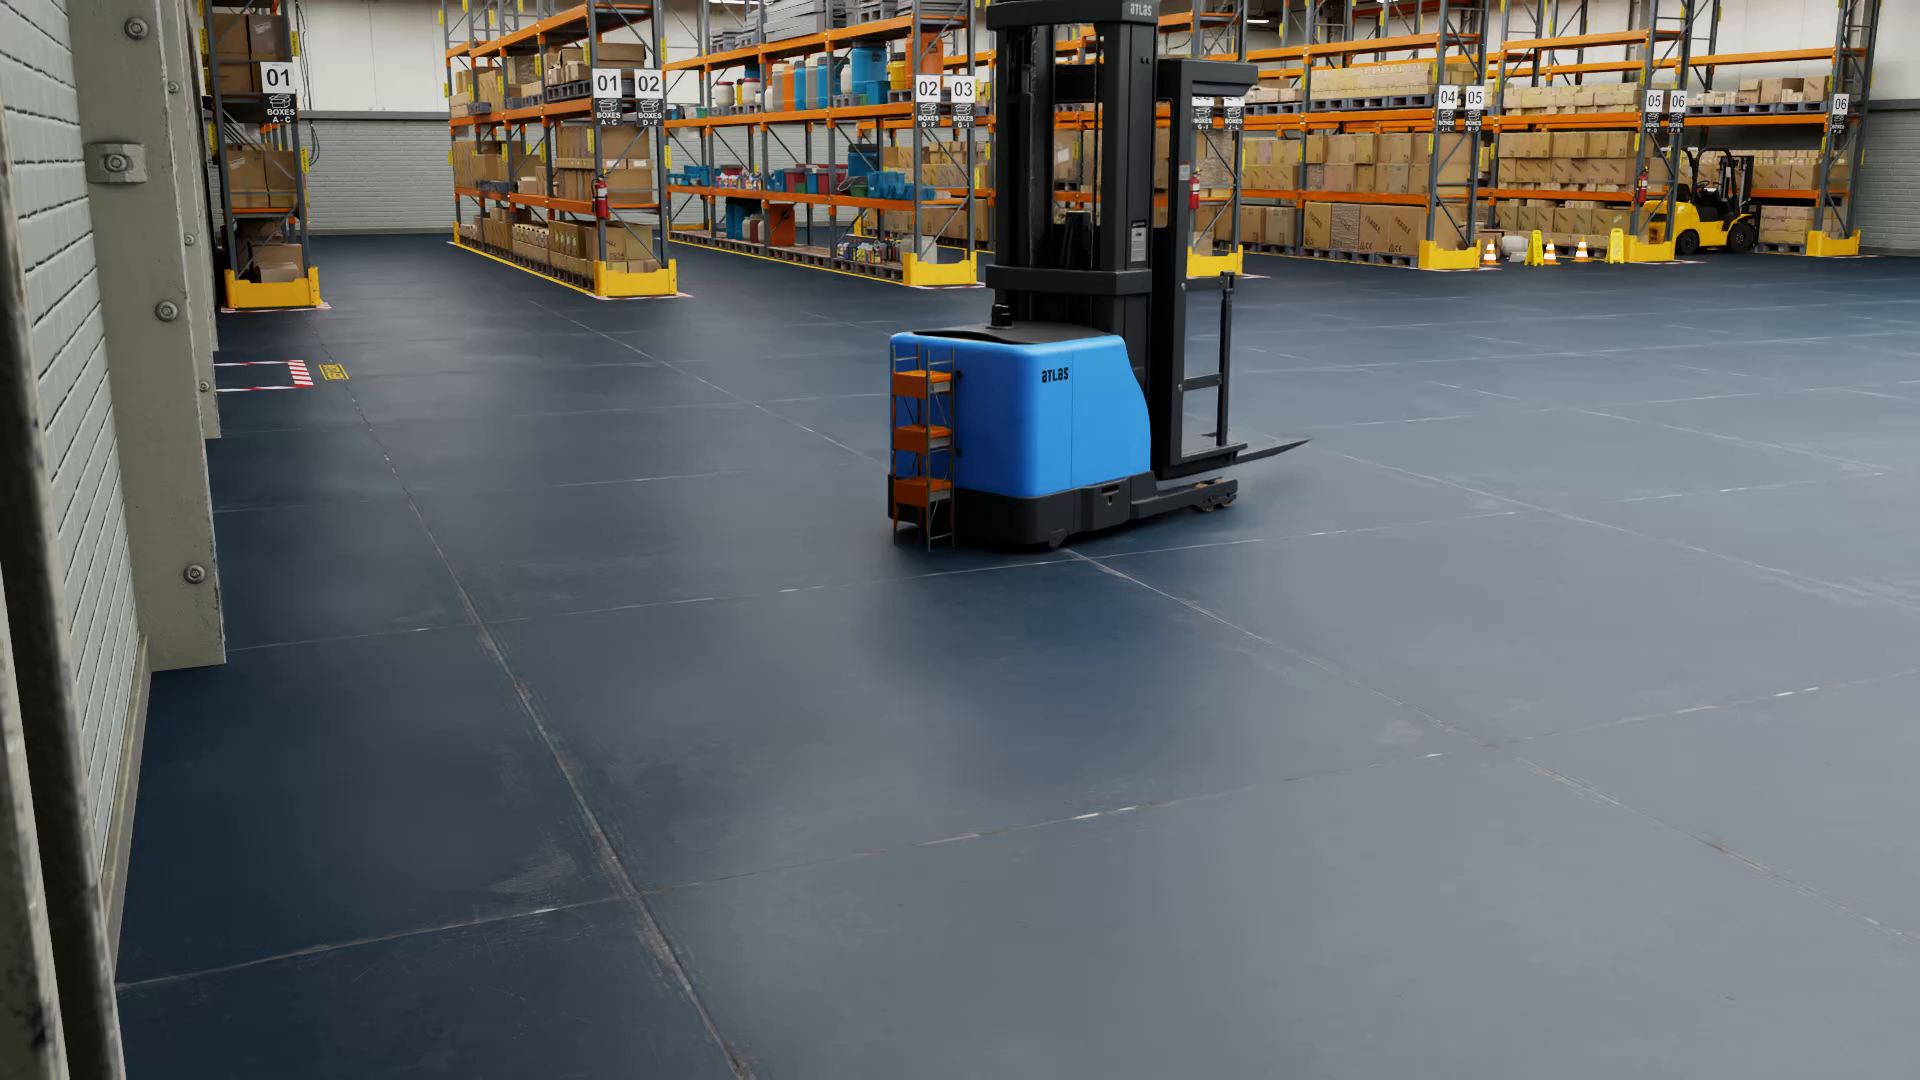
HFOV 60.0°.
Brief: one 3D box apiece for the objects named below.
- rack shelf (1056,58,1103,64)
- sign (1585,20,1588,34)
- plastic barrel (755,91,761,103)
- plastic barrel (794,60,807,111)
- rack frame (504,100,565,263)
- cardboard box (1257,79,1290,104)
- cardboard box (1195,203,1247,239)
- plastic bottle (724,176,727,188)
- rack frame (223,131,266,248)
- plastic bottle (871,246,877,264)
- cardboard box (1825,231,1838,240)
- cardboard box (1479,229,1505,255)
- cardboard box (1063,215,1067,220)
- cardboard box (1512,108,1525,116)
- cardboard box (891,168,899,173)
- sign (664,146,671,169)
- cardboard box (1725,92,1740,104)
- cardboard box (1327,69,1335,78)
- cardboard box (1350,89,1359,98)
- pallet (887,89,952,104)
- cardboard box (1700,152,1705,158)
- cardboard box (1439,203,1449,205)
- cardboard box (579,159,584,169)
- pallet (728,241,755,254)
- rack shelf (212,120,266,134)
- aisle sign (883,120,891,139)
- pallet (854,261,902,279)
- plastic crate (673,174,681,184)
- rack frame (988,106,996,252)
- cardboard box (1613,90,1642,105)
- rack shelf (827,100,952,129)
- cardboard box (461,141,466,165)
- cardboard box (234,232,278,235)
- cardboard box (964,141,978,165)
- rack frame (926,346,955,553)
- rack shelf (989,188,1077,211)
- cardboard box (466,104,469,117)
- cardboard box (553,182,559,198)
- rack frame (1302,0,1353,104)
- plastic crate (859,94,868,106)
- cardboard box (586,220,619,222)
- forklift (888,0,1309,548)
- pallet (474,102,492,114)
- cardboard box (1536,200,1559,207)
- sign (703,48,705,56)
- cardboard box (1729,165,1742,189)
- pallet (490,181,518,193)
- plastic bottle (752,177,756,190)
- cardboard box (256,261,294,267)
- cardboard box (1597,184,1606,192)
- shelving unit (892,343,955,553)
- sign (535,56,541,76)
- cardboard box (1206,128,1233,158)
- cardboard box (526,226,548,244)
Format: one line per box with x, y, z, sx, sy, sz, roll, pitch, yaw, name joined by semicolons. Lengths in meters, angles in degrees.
3.269;-11.875;41.822;1.077;0.370;4.000;-6;14;-23;rack shelf
15.221;-12.487;40.444;0.100;0.325;0.005;-6;14;-23;sign
-4.015;-8.997;33.813;0.301;0.262;0.301;0;13;0;plastic barrel
-2.775;-8.425;30.854;0.600;0.901;0.708;-6;14;-23;plastic barrel
-7.991;-6.743;31.353;1.000;3.000;0.127;-6;14;-23;rack frame
6.625;-9.494;35.210;0.500;0.500;0.500;-6;14;-23;cardboard box
5.834;-7.039;36.689;1.050;0.750;0.750;-6;14;-24;cardboard box
-5.049;-7.721;35.865;0.097;0.271;0.097;0;13;0;plastic bottle
-15.733;-7.948;36.558;1.000;3.000;0.127;-6;14;-23;rack frame
-1.447;-4.790;27.964;0.061;0.283;0.133;-5;14;-22;plastic bottle
17.901;-6.313;34.660;0.500;0.250;0.500;-6;14;-23;cardboard box
10.952;-6.145;34.306;0.500;0.500;0.500;4;14;16;cardboard box
2.876;-8.333;42.953;0.380;0.149;0.250;-6;14;-26;cardboard box
11.721;-8.899;34.572;0.380;0.149;0.250;-6;14;-23;cardboard box
-1.347;-8.815;39.978;0.500;0.250;0.500;-5;14;-22;cardboard box
-4.276;-5.600;24.316;0.100;0.325;0.005;-6;14;-23;sign
16.632;-9.470;35.628;0.396;0.266;0.258;-6;14;-24;cardboard box
7.313;-9.008;32.121;0.380;0.149;0.250;-6;14;-23;cardboard box
7.621;-8.461;31.528;0.380;0.149;0.250;-6;14;-23;cardboard box
-0.488;-7.086;26.601;1.003;0.211;1.213;-6;14;-23;pallet
16.470;-8.474;36.512;0.380;0.149;0.250;-6;14;-24;cardboard box
13.011;-9.012;44.331;0.380;0.149;0.250;-5;14;-20;cardboard box
-5.634;-5.784;25.549;0.380;0.149;0.250;-5;14;-21;cardboard box
-4.290;-6.242;35.372;1.003;0.211;1.213;-6;14;-23;pallet
-14.932;-8.645;34.515;1.077;0.370;4.000;-6;14;-23;rack shelf
-1.871;-10.598;42.245;0.394;0.787;0.004;-6;14;-23;aisle sign
-1.125;-4.610;28.320;1.003;0.211;1.213;-6;14;-23;pallet
-6.595;-8.574;39.500;0.416;0.233;0.300;-6;14;-23;plastic crate
1.087;-7.637;35.216;1.000;3.000;0.127;-6;14;-23;rack frame
12.920;-8.494;31.938;0.500;0.250;0.500;-6;14;-24;cardboard box
-1.048;-7.061;27.670;1.077;0.370;4.000;-6;14;-23;rack shelf
-10.643;-8.500;36.506;0.500;0.500;0.500;-6;14;-23;cardboard box
-11.868;-4.930;28.089;0.700;0.500;0.500;-6;14;-23;cardboard box
0.551;-8.462;36.333;0.797;0.503;0.637;-5;14;-22;cardboard box
-0.099;-0.461;8.531;0.008;1.050;0.200;12;17;41;rack frame
1.888;-6.874;33.511;1.077;0.370;4.000;-6;14;-23;rack shelf
-10.223;-9.139;35.383;0.500;0.250;0.500;-6;14;-23;cardboard box
-6.626;-5.941;28.222;0.500;0.250;0.500;-5;14;-19;cardboard box
7.275;-10.161;32.814;1.000;3.000;0.127;-6;14;-23;rack frame
-1.466;-7.371;27.883;0.336;0.188;0.450;-6;14;-23;plastic crate
-5.813;-4.967;27.181;0.500;0.500;0.500;-6;14;-23;cardboard box
0.974;-1.656;9.527;1.130;2.935;3.031;12;17;41;forklift
-8.978;-8.584;33.072;1.213;0.211;1.003;-6;14;-23;pallet
12.072;-6.913;34.153;0.380;0.149;0.250;-5;14;-20;cardboard box
-6.158;-11.661;40.013;0.100;0.325;0.005;-6;14;-23;sign
16.864;-7.772;35.576;0.500;0.500;0.500;-6;14;-23;cardboard box
-8.327;-6.783;31.952;1.213;0.211;1.003;-6;14;-23;pallet
-4.204;-7.286;33.982;0.097;0.271;0.097;0;13;0;plastic bottle
-9.747;-3.815;23.690;0.500;0.311;0.500;-4;14;-18;cardboard box
12.740;-6.912;32.640;0.380;0.149;0.250;-6;14;-24;cardboard box
-0.189;-0.479;8.612;0.252;1.050;0.215;12;17;41;shelving unit
-6.882;-7.732;27.130;0.100;0.325;0.005;-6;14;-23;sign
4.321;-6.803;28.514;0.500;0.500;0.500;-6;14;-23;cardboard box
-7.424;-5.427;29.590;0.500;0.311;0.500;-6;14;-24;cardboard box
